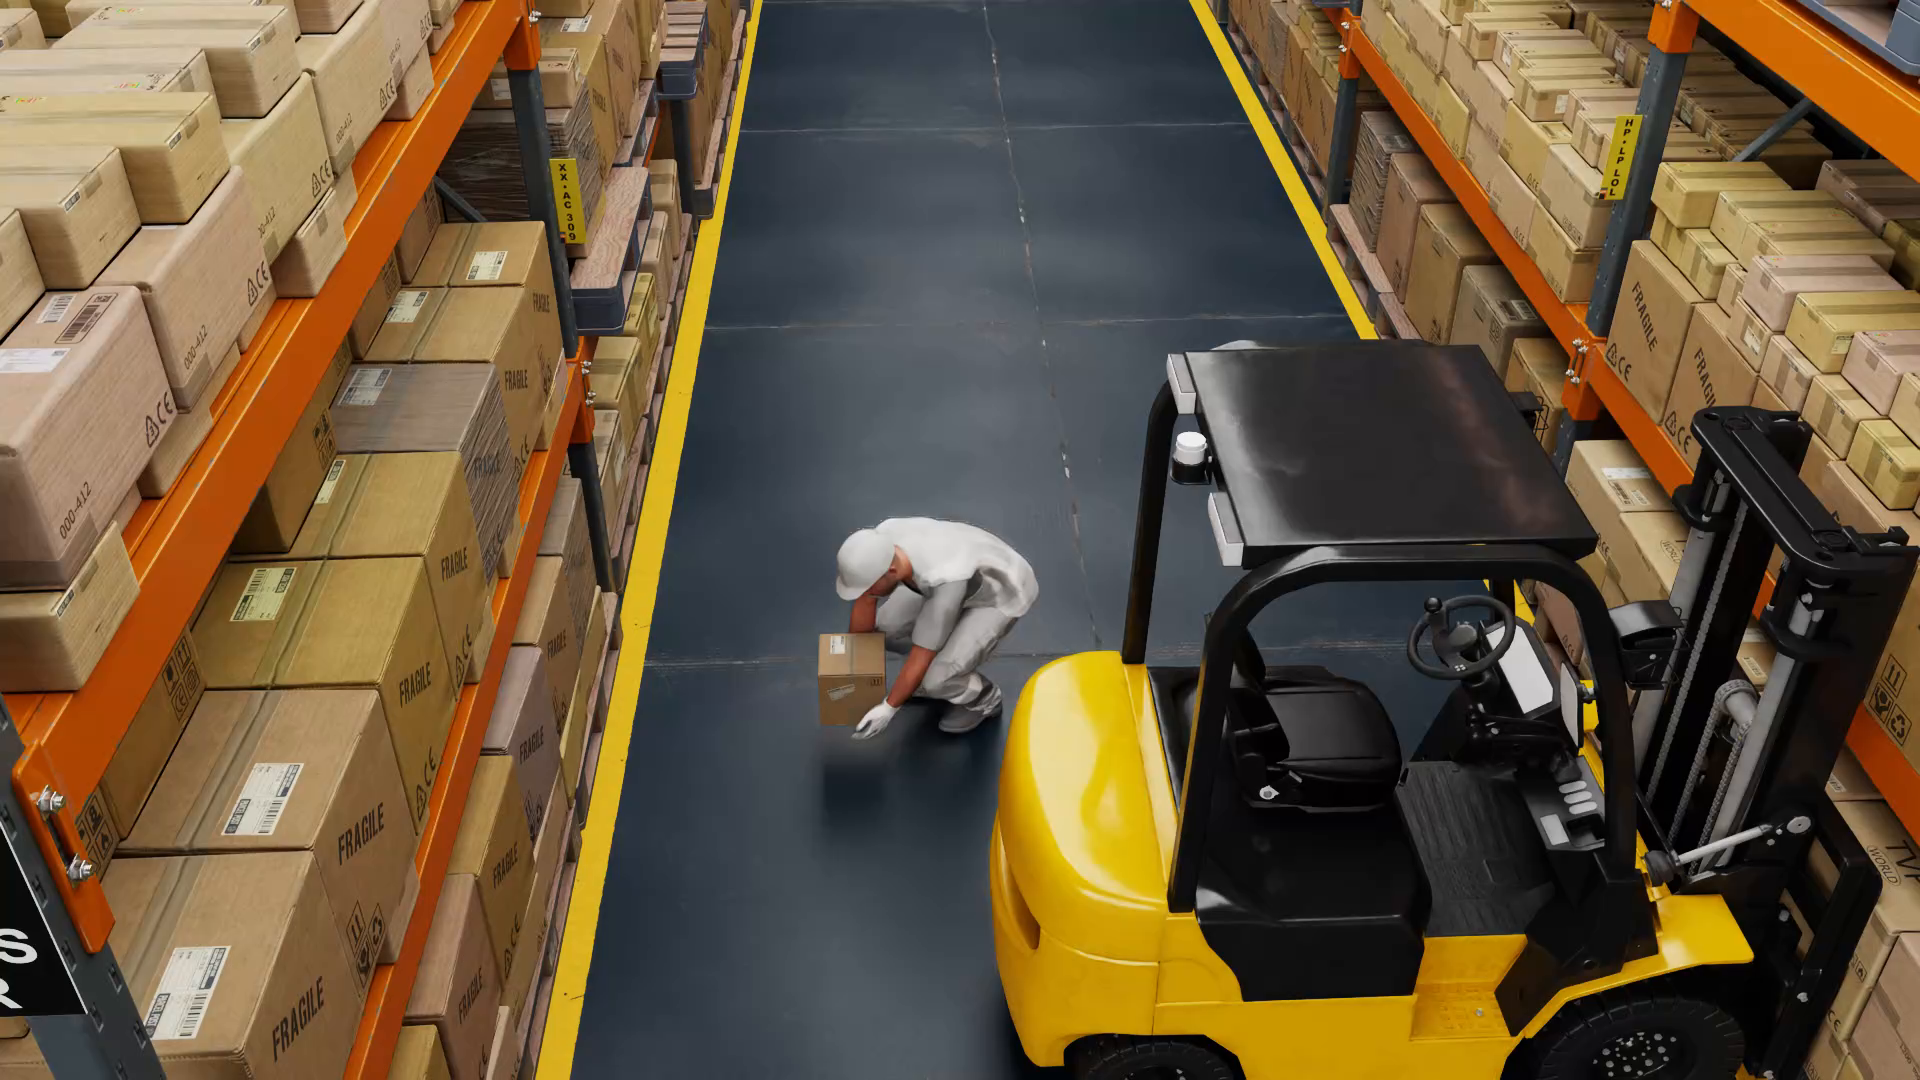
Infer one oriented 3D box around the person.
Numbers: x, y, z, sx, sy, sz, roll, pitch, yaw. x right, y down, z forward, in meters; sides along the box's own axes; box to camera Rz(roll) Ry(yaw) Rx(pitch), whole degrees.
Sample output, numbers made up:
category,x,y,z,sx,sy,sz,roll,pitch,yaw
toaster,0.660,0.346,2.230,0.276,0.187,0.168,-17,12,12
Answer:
category,x,y,z,sx,sy,sz,roll,pitch,yaw
person,-0.106,0.290,6.378,0.886,1.027,0.573,-20,39,-26
